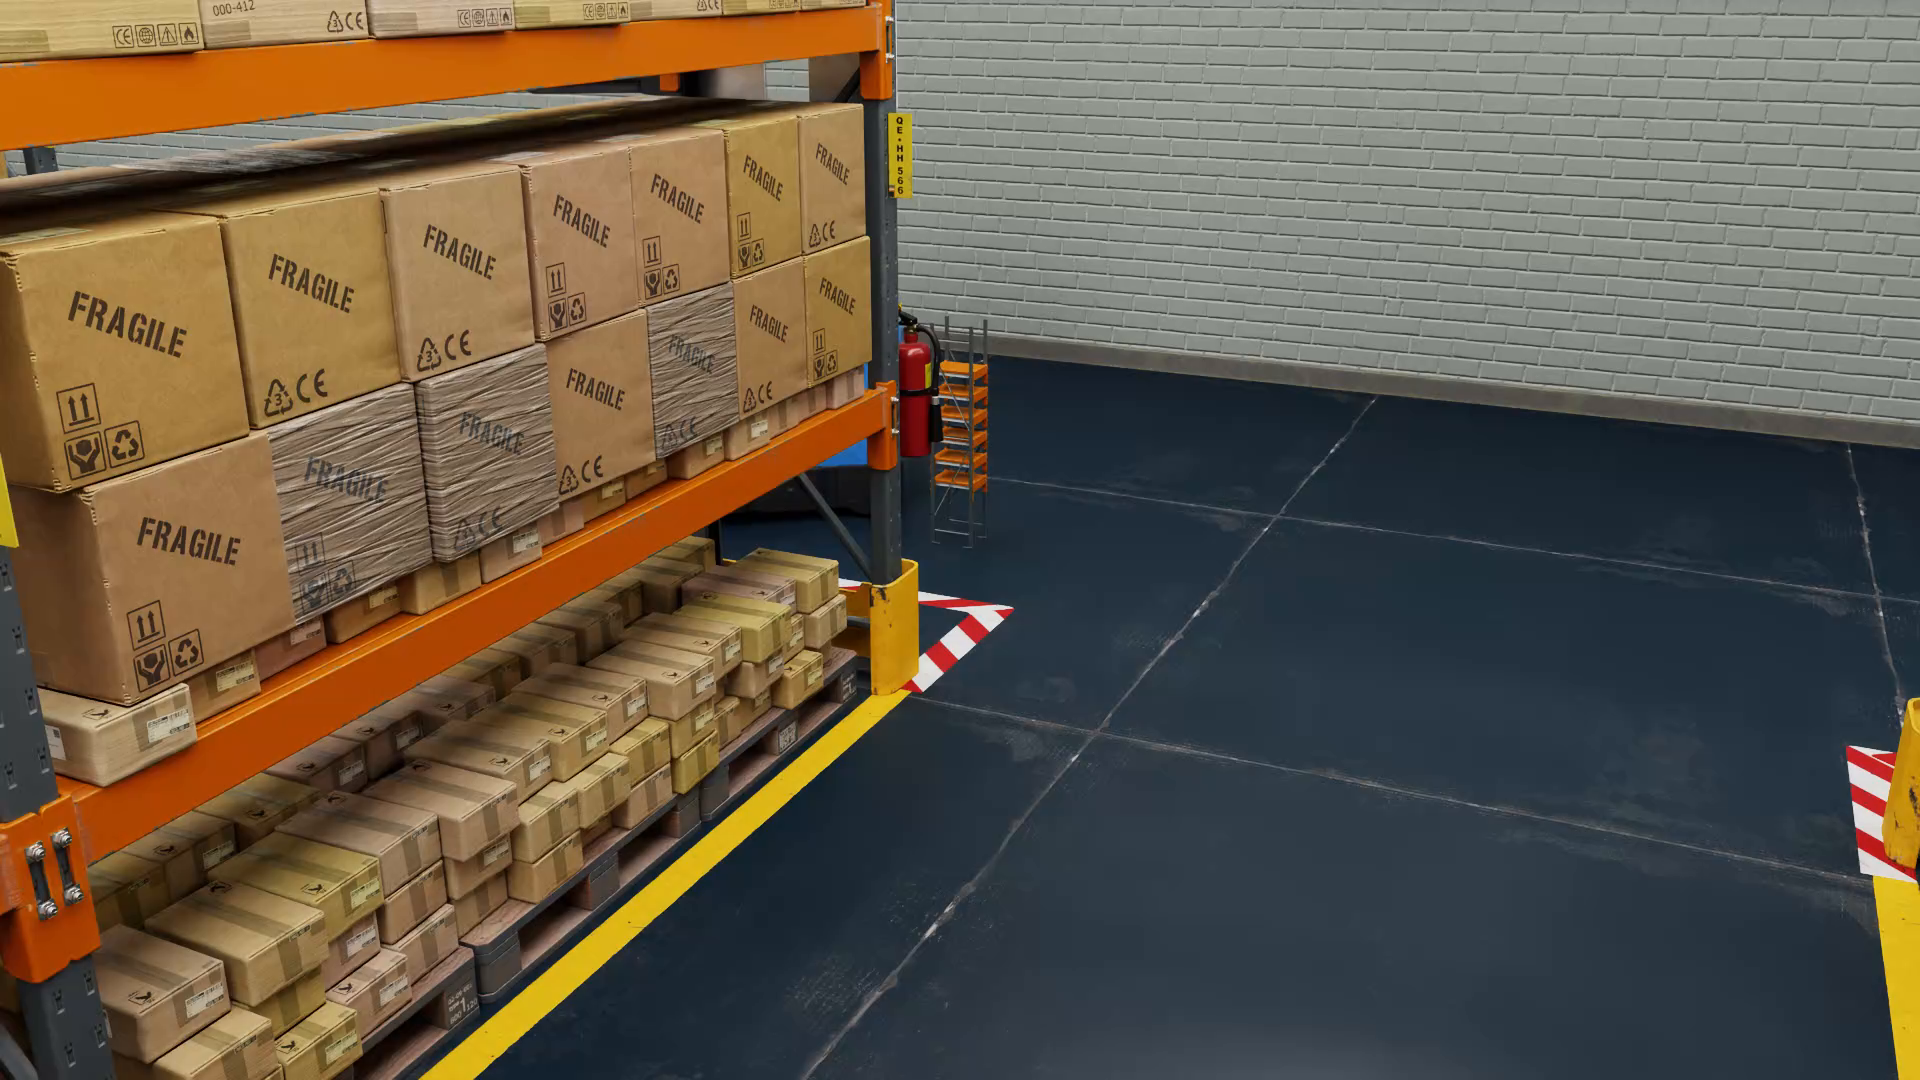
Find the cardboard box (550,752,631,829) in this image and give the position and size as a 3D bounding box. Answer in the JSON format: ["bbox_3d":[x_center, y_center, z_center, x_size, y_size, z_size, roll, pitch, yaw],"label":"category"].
[{"bbox_3d":[-1.309,0.791,5.451,0.380,0.149,0.250,9,21,23],"label":"cardboard box"}]

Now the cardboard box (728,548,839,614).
[{"bbox_3d":[-0.718,0.164,6.771,0.380,0.149,0.250,9,21,23],"label":"cardboard box"}]

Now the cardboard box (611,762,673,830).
[{"bbox_3d":[-1.224,0.843,5.748,0.380,0.149,0.250,9,21,24],"label":"cardboard box"}]

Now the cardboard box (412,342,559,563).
[{"bbox_3d":[-1.502,-0.280,4.687,0.500,0.500,0.500,8,21,22],"label":"cardboard box"}]

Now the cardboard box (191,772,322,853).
[{"bbox_3d":[-2.121,0.817,4.936,0.380,0.149,0.250,9,22,24],"label":"cardboard box"}]

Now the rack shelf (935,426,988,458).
[{"bbox_3d":[-0.006,-0.519,8.770,0.258,0.103,0.180,9,21,23],"label":"rack shelf"}]

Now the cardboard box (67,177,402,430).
[{"bbox_3d":[-1.765,-0.598,4.089,0.500,0.500,0.500,8,21,21],"label":"cardboard box"}]

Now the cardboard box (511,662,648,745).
[{"bbox_3d":[-1.296,0.555,5.671,0.380,0.149,0.250,8,21,21],"label":"cardboard box"}]

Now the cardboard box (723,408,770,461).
[{"bbox_3d":[-0.916,-0.410,6.020,0.380,0.149,0.250,9,22,24],"label":"cardboard box"}]

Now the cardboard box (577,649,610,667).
[{"bbox_3d":[-1.568,0.459,6.385,0.380,0.149,0.250,9,22,24],"label":"cardboard box"}]

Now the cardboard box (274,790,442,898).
[{"bbox_3d":[-1.729,0.870,4.785,0.380,0.149,0.250,8,21,21],"label":"cardboard box"}]

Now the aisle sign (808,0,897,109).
[{"bbox_3d":[-0.429,-2.103,6.527,0.394,0.787,0.004,9,21,23],"label":"aisle sign"}]

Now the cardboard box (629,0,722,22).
[{"bbox_3d":[-1.095,-1.758,5.183,0.500,0.250,0.500,10,22,25],"label":"cardboard box"}]

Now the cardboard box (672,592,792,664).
[{"bbox_3d":[-0.863,0.330,6.305,0.380,0.149,0.250,8,21,21],"label":"cardboard box"}]

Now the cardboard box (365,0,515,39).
[{"bbox_3d":[-1.512,-1.434,4.270,0.500,0.250,0.500,10,22,25],"label":"cardboard box"}]

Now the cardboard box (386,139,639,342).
[{"bbox_3d":[-1.319,-0.905,4.950,0.500,0.500,0.500,8,21,21],"label":"cardboard box"}]

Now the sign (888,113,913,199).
[{"bbox_3d":[-0.234,-1.510,6.538,0.100,0.325,0.005,9,21,23],"label":"sign"}]

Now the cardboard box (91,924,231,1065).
[{"bbox_3d":[-2.040,1.113,4.101,0.380,0.149,0.250,10,22,25],"label":"cardboard box"}]

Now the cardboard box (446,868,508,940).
[{"bbox_3d":[-1.628,1.067,5.119,0.380,0.149,0.250,8,21,20],"label":"cardboard box"}]

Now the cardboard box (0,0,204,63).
[{"bbox_3d":[-1.940,-1.123,3.396,0.500,0.250,0.500,10,22,25],"label":"cardboard box"}]

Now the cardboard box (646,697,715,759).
[{"bbox_3d":[-1.100,0.627,5.912,0.380,0.149,0.250,9,21,24],"label":"cardboard box"}]

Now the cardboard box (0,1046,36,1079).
[{"bbox_3d":[-2.521,1.304,4.453,0.380,0.149,0.250,9,21,23],"label":"cardboard box"}]

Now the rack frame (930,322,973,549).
[{"bbox_3d":[-0.043,-0.533,8.677,0.240,1.200,0.006,9,21,23],"label":"rack frame"}]

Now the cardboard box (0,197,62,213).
[{"bbox_3d":[-2.425,-0.514,3.852,0.500,0.500,0.500,8,21,21],"label":"cardboard box"}]

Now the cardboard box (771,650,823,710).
[{"bbox_3d":[-0.771,0.530,6.630,0.380,0.149,0.250,9,22,24],"label":"cardboard box"}]

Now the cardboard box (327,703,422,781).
[{"bbox_3d":[-1.995,0.637,5.441,0.380,0.149,0.250,8,21,21],"label":"cardboard box"}]

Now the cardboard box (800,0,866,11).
[{"bbox_3d":[-0.677,-2.065,6.045,0.500,0.250,0.500,8,21,22],"label":"cardboard box"}]

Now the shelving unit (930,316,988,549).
[{"bbox_3d":[-0.006,-0.561,8.755,0.258,1.200,0.189,9,21,23],"label":"shelving unit"}]

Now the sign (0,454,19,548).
[{"bbox_3d":[-1.863,-0.145,3.172,0.100,0.325,0.005,9,21,23],"label":"sign"}]

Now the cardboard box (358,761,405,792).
[{"bbox_3d":[-1.931,0.799,5.430,0.380,0.149,0.250,7,21,20],"label":"cardboard box"}]

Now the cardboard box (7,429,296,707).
[{"bbox_3d":[-1.938,0.021,3.839,0.500,0.500,0.500,8,21,22],"label":"cardboard box"}]

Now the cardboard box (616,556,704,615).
[{"bbox_3d":[-1.260,0.182,6.721,0.380,0.149,0.250,9,21,24],"label":"cardboard box"}]

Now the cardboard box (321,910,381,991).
[{"bbox_3d":[-1.841,1.094,4.599,0.380,0.149,0.250,8,21,22],"label":"cardboard box"}]

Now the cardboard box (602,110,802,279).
[{"bbox_3d":[-0.900,-1.227,5.857,0.500,0.500,0.500,8,21,21],"label":"cardboard box"}]

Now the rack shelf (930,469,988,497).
[{"bbox_3d":[-0.006,-0.293,8.851,0.258,0.103,0.180,9,21,23],"label":"rack shelf"}]

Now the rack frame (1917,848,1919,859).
[{"bbox_3d":[3.825,-0.249,5.193,1.000,3.000,0.127,9,21,23],"label":"rack frame"}]

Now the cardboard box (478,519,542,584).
[{"bbox_3d":[-1.461,-0.007,4.888,0.380,0.149,0.250,10,22,25],"label":"cardboard box"}]

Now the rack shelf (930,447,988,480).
[{"bbox_3d":[-0.006,-0.406,8.810,0.258,0.103,0.180,9,21,23],"label":"rack shelf"}]

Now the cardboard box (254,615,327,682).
[{"bbox_3d":[-1.856,0.224,4.237,0.380,0.149,0.250,8,21,20],"label":"cardboard box"}]

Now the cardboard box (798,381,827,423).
[{"bbox_3d":[-0.744,-0.570,6.469,0.380,0.149,0.250,9,21,23],"label":"cardboard box"}]

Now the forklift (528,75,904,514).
[{"bbox_3d":[-1.867,-1.624,9.162,3.031,2.935,1.130,-2,20,-6],"label":"forklift"}]

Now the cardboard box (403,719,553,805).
[{"bbox_3d":[-1.514,0.709,5.238,0.380,0.149,0.250,8,21,20],"label":"cardboard box"}]

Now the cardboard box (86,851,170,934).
[{"bbox_3d":[-2.394,0.962,4.526,0.380,0.149,0.250,9,21,23],"label":"cardboard box"}]

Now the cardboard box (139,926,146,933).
[{"bbox_3d":[-2.432,1.106,4.566,0.380,0.149,0.250,7,21,20],"label":"cardboard box"}]

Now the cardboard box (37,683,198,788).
[{"bbox_3d":[-1.956,0.402,3.737,0.380,0.149,0.250,9,22,25],"label":"cardboard box"}]

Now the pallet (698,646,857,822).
[{"bbox_3d":[-1.128,0.683,6.733,1.003,0.211,1.213,9,21,23],"label":"pallet"}]

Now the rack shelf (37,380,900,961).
[{"bbox_3d":[-1.551,0.053,5.417,1.077,0.370,4.000,9,21,23],"label":"rack shelf"}]

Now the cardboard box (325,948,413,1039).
[{"bbox_3d":[-1.765,1.239,4.636,0.380,0.149,0.250,8,21,22],"label":"cardboard box"}]

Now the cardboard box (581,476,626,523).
[{"bbox_3d":[-1.310,-0.176,5.361,0.380,0.149,0.250,9,21,24],"label":"cardboard box"}]

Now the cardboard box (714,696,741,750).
[{"bbox_3d":[-1.047,0.676,6.219,0.380,0.149,0.250,9,21,23],"label":"cardboard box"}]

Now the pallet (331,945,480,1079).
[{"bbox_3d":[-2.128,1.429,4.636,1.003,0.211,1.213,9,21,23],"label":"pallet"}]

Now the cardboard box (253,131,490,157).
[{"bbox_3d":[-1.798,-0.988,5.184,0.500,0.500,0.500,8,21,21],"label":"cardboard box"}]

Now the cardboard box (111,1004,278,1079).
[{"bbox_3d":[-1.930,1.264,4.123,0.380,0.149,0.250,10,22,25],"label":"cardboard box"}]

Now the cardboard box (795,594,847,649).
[{"bbox_3d":[-0.688,0.308,6.810,0.380,0.149,0.250,8,21,21],"label":"cardboard box"}]

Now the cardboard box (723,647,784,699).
[{"bbox_3d":[-0.899,0.467,6.362,0.380,0.149,0.250,8,21,20],"label":"cardboard box"}]

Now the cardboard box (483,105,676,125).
[{"bbox_3d":[-1.359,-1.300,6.062,0.500,0.500,0.500,9,22,24],"label":"cardboard box"}]

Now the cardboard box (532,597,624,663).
[{"bbox_3d":[-1.506,0.329,6.309,0.380,0.149,0.250,7,21,20],"label":"cardboard box"}]

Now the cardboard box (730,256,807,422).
[{"bbox_3d":[-0.897,-0.755,6.023,0.500,0.500,0.500,8,21,22],"label":"cardboard box"}]

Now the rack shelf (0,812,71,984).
[{"bbox_3d":[-3.189,1.276,1.979,1.077,0.370,4.000,9,21,23],"label":"rack shelf"}]

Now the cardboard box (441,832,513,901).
[{"bbox_3d":[-1.594,0.932,5.057,0.380,0.149,0.250,10,22,25],"label":"cardboard box"}]
